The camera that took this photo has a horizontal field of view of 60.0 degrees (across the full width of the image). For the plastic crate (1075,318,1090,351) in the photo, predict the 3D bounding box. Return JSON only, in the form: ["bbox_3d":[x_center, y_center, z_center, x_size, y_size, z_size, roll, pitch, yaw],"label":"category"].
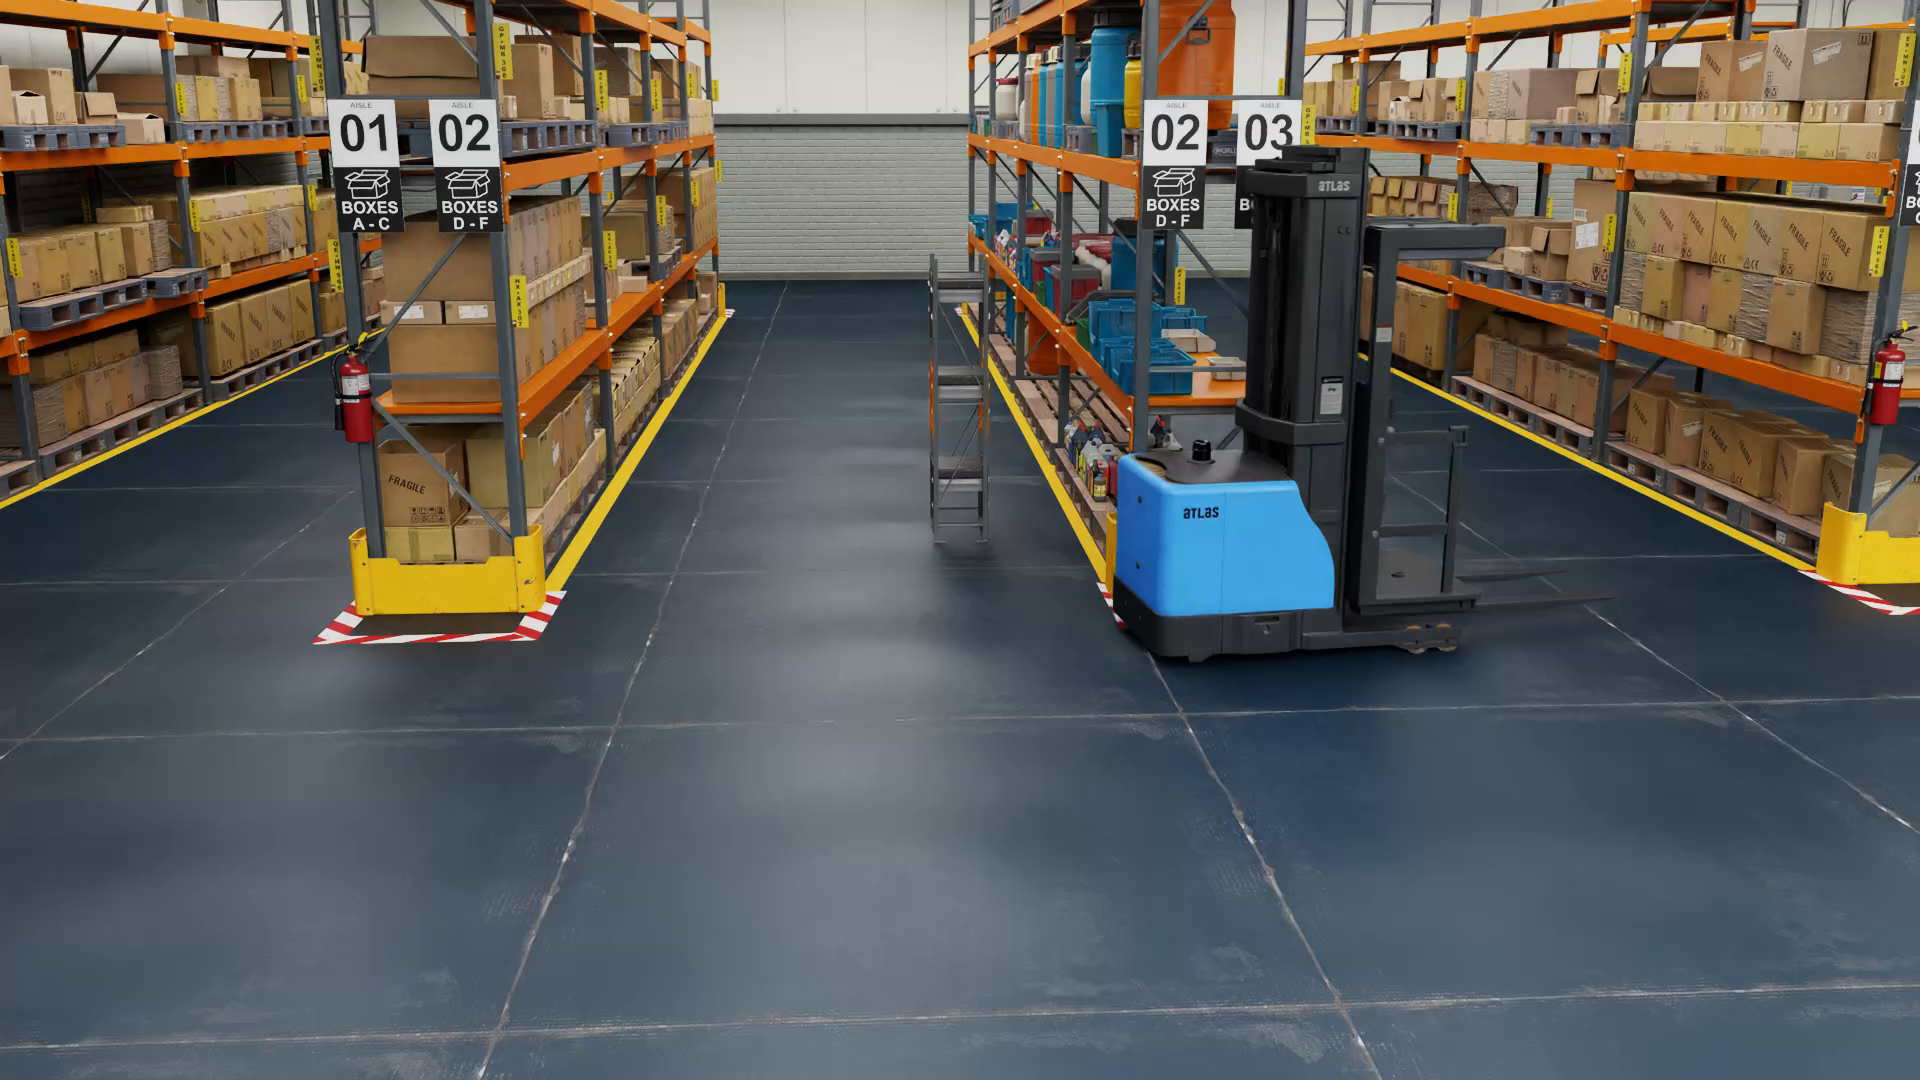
[{"bbox_3d":[1.185,-1.653,13.356,0.450,0.188,0.662,-1,14,-3],"label":"plastic crate"}]

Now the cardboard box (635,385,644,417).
[{"bbox_3d":[-3.435,-1.380,16.547,0.500,0.250,0.500,-1,14,-2],"label":"cardboard box"}]

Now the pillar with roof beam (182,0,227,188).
[{"bbox_3d":[-5.611,-7.067,21.933,9.100,9.000,0.400,-1,14,-3],"label":"pillar with roof beam"}]

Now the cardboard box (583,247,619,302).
[{"bbox_3d":[-3.689,-2.648,16.598,0.500,0.500,0.500,-2,15,-6],"label":"cardboard box"}]

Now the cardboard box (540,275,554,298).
[{"bbox_3d":[-3.217,-1.873,12.283,0.380,0.149,0.250,-1,14,-3],"label":"cardboard box"}]

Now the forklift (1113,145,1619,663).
[{"bbox_3d":[2.534,-0.869,10.021,3.031,2.935,1.130,-3,15,-10],"label":"forklift"}]

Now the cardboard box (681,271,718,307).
[{"bbox_3d":[-4.025,-3.877,25.710,0.500,0.500,0.500,-1,14,-3],"label":"cardboard box"}]

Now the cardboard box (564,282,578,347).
[{"bbox_3d":[-3.489,-1.829,13.415,0.700,0.500,0.500,-1,14,-4],"label":"cardboard box"}]

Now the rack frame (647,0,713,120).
[{"bbox_3d":[-4.305,-7.912,25.217,1.000,3.000,0.127,-1,14,-3],"label":"rack frame"}]

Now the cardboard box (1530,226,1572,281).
[{"bbox_3d":[6.126,-2.857,16.561,0.797,0.503,0.637,1,14,2],"label":"cardboard box"}]

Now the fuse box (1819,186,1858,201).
[{"bbox_3d":[17.207,-6.086,32.744,0.539,1.711,0.414,-1,14,-3],"label":"fuse box"}]

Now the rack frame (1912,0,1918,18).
[{"bbox_3d":[11.035,-6.126,18.275,1.000,3.000,0.127,-1,14,-3],"label":"rack frame"}]

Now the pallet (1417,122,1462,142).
[{"bbox_3d":[5.985,-4.689,19.091,1.213,0.211,1.003,0,14,-1],"label":"pallet"}]

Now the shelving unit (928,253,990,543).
[{"bbox_3d":[-0.010,-1.058,12.425,0.431,2.100,0.503,-1,14,-3],"label":"shelving unit"}]

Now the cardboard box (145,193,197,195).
[{"bbox_3d":[-9.097,-3.870,19.205,0.500,0.250,0.500,-1,14,-5],"label":"cardboard box"}]

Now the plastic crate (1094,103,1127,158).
[{"bbox_3d":[1.212,-3.017,12.246,0.392,0.384,0.575,-1,14,-3],"label":"plastic crate"}]

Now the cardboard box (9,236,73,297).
[{"bbox_3d":[-8.530,-2.472,15.032,0.700,0.500,0.500,1,14,2],"label":"cardboard box"}]

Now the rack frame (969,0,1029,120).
[{"bbox_3d":[0.639,-7.987,25.510,1.000,3.000,0.127,-1,14,-3],"label":"rack frame"}]

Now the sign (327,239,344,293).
[{"bbox_3d":[-3.856,-1.698,10.306,0.100,0.325,0.005,-1,14,-3],"label":"sign"}]

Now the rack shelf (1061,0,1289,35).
[{"bbox_3d":[1.506,-3.963,12.117,1.077,0.370,4.000,-1,14,-3],"label":"rack shelf"}]

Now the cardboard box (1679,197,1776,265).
[{"bbox_3d":[6.163,-2.486,13.365,0.500,0.500,0.500,-1,14,-3],"label":"cardboard box"}]

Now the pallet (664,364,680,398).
[{"bbox_3d":[-3.818,-1.853,19.303,1.003,0.211,1.213,-1,14,-3],"label":"pallet"}]

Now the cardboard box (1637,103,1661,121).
[{"bbox_3d":[6.039,-3.662,14.218,0.380,0.149,0.250,-1,14,-5],"label":"cardboard box"}]

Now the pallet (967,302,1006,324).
[{"bbox_3d":[0.651,-3.526,25.806,1.003,0.211,1.213,-1,14,-3],"label":"pallet"}]

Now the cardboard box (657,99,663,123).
[{"bbox_3d":[-3.934,-4.882,19.261,0.910,0.500,0.500,-1,14,-3],"label":"cardboard box"}]

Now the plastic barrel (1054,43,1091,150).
[{"bbox_3d":[1.134,-3.916,14.701,0.600,0.901,0.708,-1,14,-3],"label":"plastic barrel"}]

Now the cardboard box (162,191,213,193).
[{"bbox_3d":[-9.129,-3.997,19.697,0.500,0.250,0.500,-1,14,-5],"label":"cardboard box"}]

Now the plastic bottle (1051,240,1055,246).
[{"bbox_3d":[1.187,-3.618,20.826,0.097,0.271,0.097,0,14,0],"label":"plastic bottle"}]

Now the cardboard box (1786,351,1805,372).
[{"bbox_3d":[6.268,-1.311,12.107,0.380,0.149,0.250,-1,14,-3],"label":"cardboard box"}]

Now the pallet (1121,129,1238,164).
[{"bbox_3d":[1.677,-2.671,11.248,1.003,0.211,1.213,-1,14,-3],"label":"pallet"}]

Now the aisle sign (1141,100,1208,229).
[{"bbox_3d":[1.338,-2.339,10.381,0.394,0.787,0.004,-1,14,-3],"label":"aisle sign"}]

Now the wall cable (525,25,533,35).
[{"bbox_3d":[-6.543,-10.230,30.324,3.097,2.526,0.112,-1,14,-3],"label":"wall cable"}]

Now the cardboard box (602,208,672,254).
[{"bbox_3d":[-3.827,-3.654,19.664,0.700,0.500,0.500,2,15,7],"label":"cardboard box"}]

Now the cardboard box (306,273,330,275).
[{"bbox_3d":[-9.233,-3.776,24.055,0.380,0.149,0.250,-1,14,-3],"label":"cardboard box"}]

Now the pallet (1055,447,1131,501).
[{"bbox_3d":[1.383,-0.579,14.354,1.003,0.211,1.213,-1,14,-3],"label":"pallet"}]

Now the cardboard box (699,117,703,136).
[{"bbox_3d":[-3.931,-5.889,23.678,0.500,0.250,0.500,-1,14,-3],"label":"cardboard box"}]

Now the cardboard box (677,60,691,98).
[{"bbox_3d":[-4.015,-6.244,22.547,0.700,0.500,0.500,-1,14,-3],"label":"cardboard box"}]

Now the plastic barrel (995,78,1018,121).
[{"bbox_3d":[0.669,-5.674,21.425,0.433,0.535,0.433,0,14,0],"label":"plastic barrel"}]

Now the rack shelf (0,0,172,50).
[{"bbox_3d":[-8.629,-4.805,15.389,1.077,0.370,4.000,-1,14,-3],"label":"rack shelf"}]

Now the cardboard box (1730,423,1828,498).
[{"bbox_3d":[6.461,-0.632,13.135,0.500,0.500,0.500,0,14,2],"label":"cardboard box"}]

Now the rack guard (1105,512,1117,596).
[{"bbox_3d":[1.579,0.090,11.174,1.175,0.500,0.348,-1,14,-3],"label":"rack guard"}]

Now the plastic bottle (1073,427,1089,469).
[{"bbox_3d":[1.030,-0.774,13.946,0.144,0.351,0.185,-1,15,-6],"label":"plastic bottle"}]

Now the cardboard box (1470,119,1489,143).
[{"bbox_3d":[5.853,-4.428,17.998,0.500,0.250,0.500,-1,14,-2],"label":"cardboard box"}]

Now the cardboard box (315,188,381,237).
[{"bbox_3d":[-9.207,-4.948,25.134,0.980,0.700,0.700,0,14,-1],"label":"cardboard box"}]

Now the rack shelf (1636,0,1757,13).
[{"bbox_3d":[6.450,-4.232,12.365,1.077,0.370,4.000,-1,14,-3],"label":"rack shelf"}]

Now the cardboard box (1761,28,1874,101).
[{"bbox_3d":[6.225,-3.448,12.087,0.500,0.500,0.500,-1,14,-3],"label":"cardboard box"}]

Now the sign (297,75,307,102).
[{"bbox_3d":[-8.460,-5.800,21.362,0.100,0.325,0.005,-1,14,-3],"label":"sign"}]

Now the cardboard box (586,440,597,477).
[{"bbox_3d":[-3.293,-0.657,13.736,0.500,0.250,0.500,-1,14,-3],"label":"cardboard box"}]

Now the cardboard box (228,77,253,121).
[{"bbox_3d":[-8.957,-5.290,19.965,0.700,0.500,0.500,-1,14,-4],"label":"cardboard box"}]

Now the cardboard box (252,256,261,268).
[{"bbox_3d":[-8.658,-3.360,20.028,0.380,0.149,0.250,0,14,-2],"label":"cardboard box"}]

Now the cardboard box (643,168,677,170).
[{"bbox_3d":[-4.501,-5.295,24.878,0.500,0.500,0.500,-1,14,-3],"label":"cardboard box"}]

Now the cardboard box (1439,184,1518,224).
[{"bbox_3d":[6.049,-3.885,19.393,0.797,0.503,0.637,0,14,-2],"label":"cardboard box"}]
